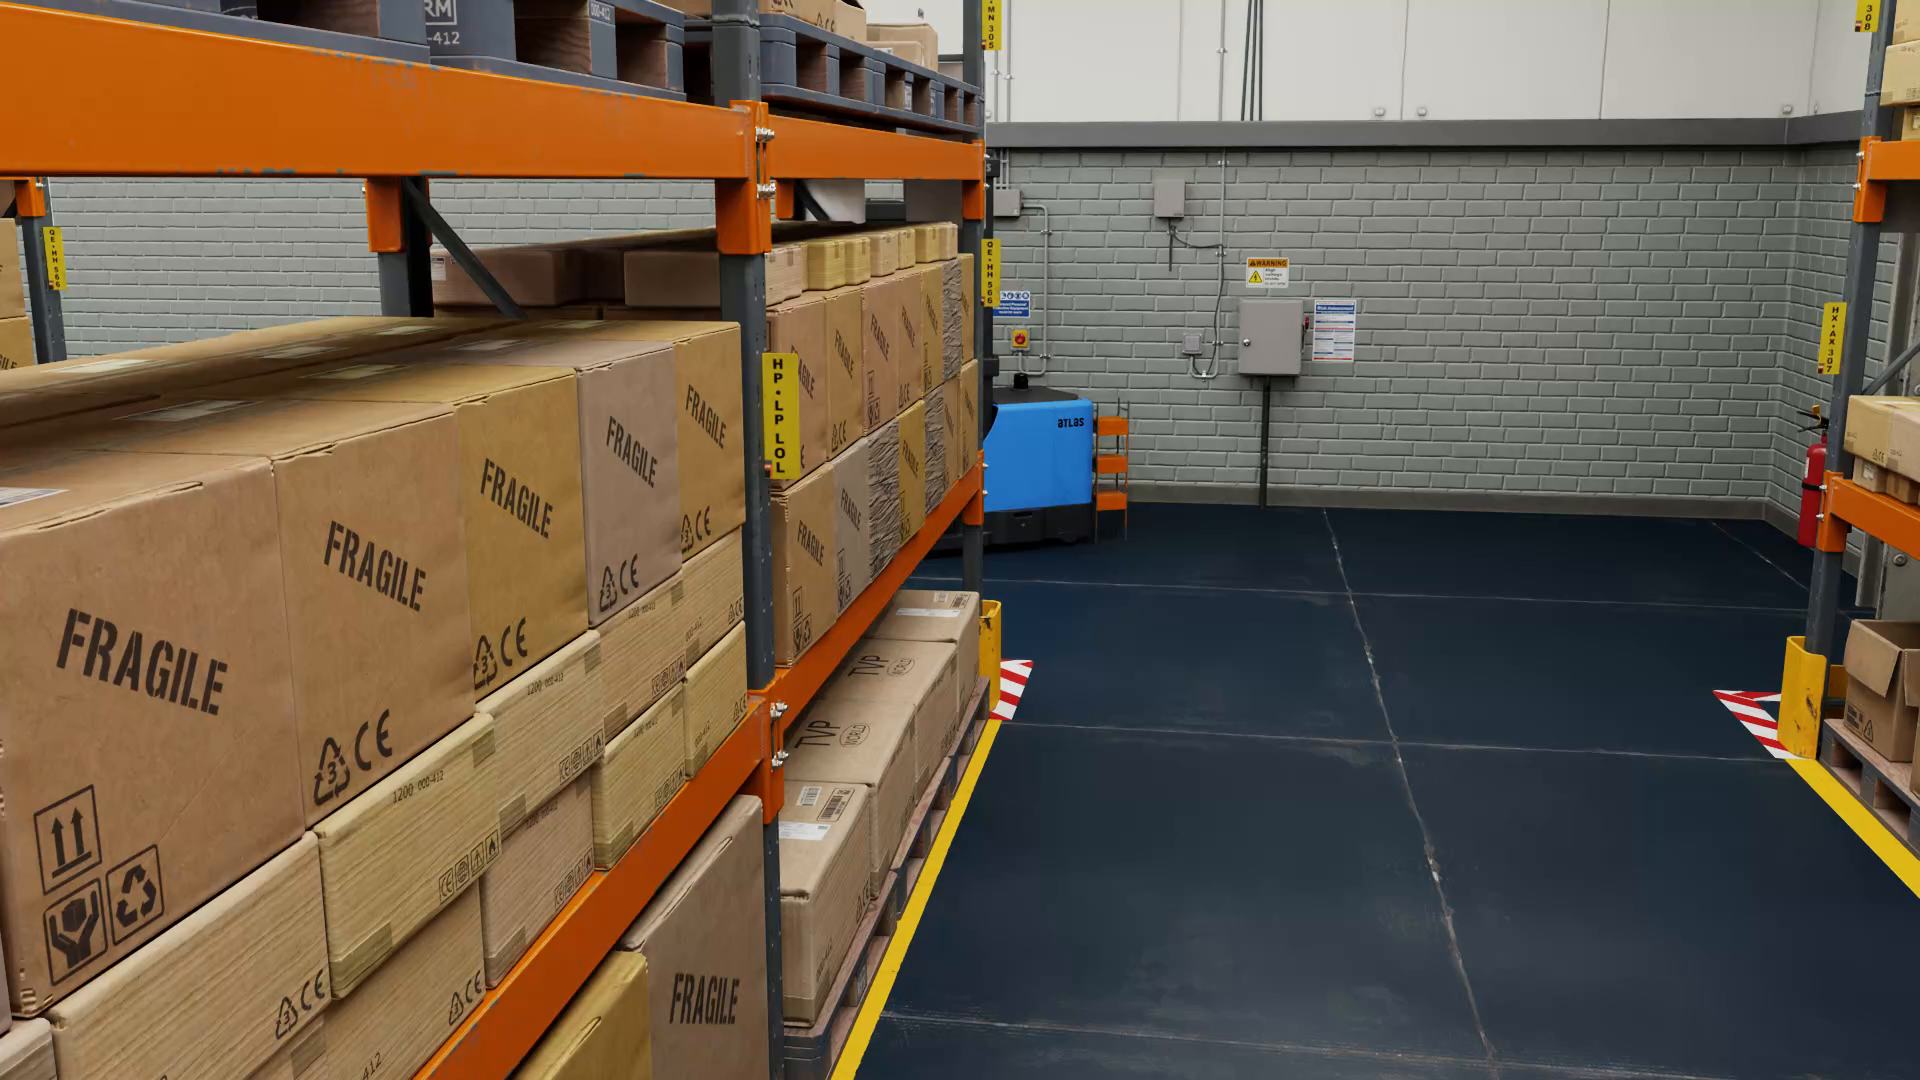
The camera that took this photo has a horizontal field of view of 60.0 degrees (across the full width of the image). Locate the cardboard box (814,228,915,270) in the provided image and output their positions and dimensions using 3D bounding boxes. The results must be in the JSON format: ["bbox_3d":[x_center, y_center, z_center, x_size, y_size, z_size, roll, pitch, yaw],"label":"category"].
[{"bbox_3d":[-0.386,-1.145,6.538,0.380,0.149,0.250,2,12,10],"label":"cardboard box"}]

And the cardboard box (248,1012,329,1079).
[{"bbox_3d":[-1.146,0.789,2.067,0.500,0.250,0.500,2,12,11],"label":"cardboard box"}]

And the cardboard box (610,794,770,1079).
[{"bbox_3d":[-1.018,1.158,4.044,0.875,0.875,0.875,2,12,10],"label":"cardboard box"}]

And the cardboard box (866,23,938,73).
[{"bbox_3d":[-0.367,-2.190,7.536,0.500,0.250,0.500,1,12,3],"label":"cardboard box"}]

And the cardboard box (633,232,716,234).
[{"bbox_3d":[-0.987,-1.051,6.102,0.380,0.149,0.250,2,12,9],"label":"cardboard box"}]

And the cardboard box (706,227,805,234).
[{"bbox_3d":[-0.849,-1.210,6.838,0.380,0.149,0.250,2,12,9],"label":"cardboard box"}]

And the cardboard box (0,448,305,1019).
[{"bbox_3d":[-1.138,0.183,1.914,0.500,0.500,0.500,2,12,10],"label":"cardboard box"}]

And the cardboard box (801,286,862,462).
[{"bbox_3d":[-0.606,-0.540,5.270,0.500,0.500,0.500,2,12,8],"label":"cardboard box"}]

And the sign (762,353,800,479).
[{"bbox_3d":[-0.464,-0.318,4.290,0.100,0.325,0.005,2,12,9],"label":"sign"}]

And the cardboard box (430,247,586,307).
[{"bbox_3d":[-1.269,-0.736,4.637,0.380,0.149,0.250,2,12,7],"label":"cardboard box"}]

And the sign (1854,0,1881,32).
[{"bbox_3d":[3.982,-2.390,7.270,0.100,0.325,0.005,2,12,9],"label":"sign"}]

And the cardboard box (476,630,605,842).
[{"bbox_3d":[-0.973,0.334,2.991,0.500,0.250,0.500,2,12,10],"label":"cardboard box"}]

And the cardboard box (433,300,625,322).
[{"bbox_3d":[-1.202,-0.451,4.857,0.500,0.500,0.500,2,12,8],"label":"cardboard box"}]

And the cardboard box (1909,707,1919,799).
[{"bbox_3d":[4.161,0.838,6.420,0.700,0.500,0.500,2,12,11],"label":"cardboard box"}]

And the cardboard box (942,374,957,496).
[{"bbox_3d":[-0.292,-0.475,7.341,0.500,0.500,0.500,2,12,7],"label":"cardboard box"}]

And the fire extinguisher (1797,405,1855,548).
[{"bbox_3d":[4.084,-0.305,7.856,0.296,0.674,0.183,2,12,9],"label":"fire extinguisher"}]

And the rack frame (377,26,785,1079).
[{"bbox_3d":[-1.002,0.193,4.476,1.000,3.000,0.127,2,12,9],"label":"rack frame"}]

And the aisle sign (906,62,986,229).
[{"bbox_3d":[-0.070,-1.915,8.089,0.394,0.787,0.004,2,12,9],"label":"aisle sign"}]

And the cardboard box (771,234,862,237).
[{"bbox_3d":[-0.550,-0.986,5.799,0.380,0.149,0.250,2,12,8],"label":"cardboard box"}]

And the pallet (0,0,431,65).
[{"bbox_3d":[-1.402,-0.717,2.026,1.003,0.211,1.213,2,12,11],"label":"pallet"}]

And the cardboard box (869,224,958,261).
[{"bbox_3d":[-0.216,-1.303,7.268,0.380,0.149,0.250,2,12,8],"label":"cardboard box"}]

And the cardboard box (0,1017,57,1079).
[{"bbox_3d":[-1.215,0.650,1.527,0.500,0.250,0.500,2,12,10],"label":"cardboard box"}]

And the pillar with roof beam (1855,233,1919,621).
[{"bbox_3d":[1.570,-4.083,10.081,9.100,9.000,0.400,2,12,9],"label":"pillar with roof beam"}]

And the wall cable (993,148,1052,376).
[{"bbox_3d":[0.457,-2.326,13.679,0.585,1.953,0.123,2,12,9],"label":"wall cable"}]

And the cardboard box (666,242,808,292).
[{"bbox_3d":[-0.676,-0.827,5.061,0.380,0.149,0.250,2,12,8],"label":"cardboard box"}]

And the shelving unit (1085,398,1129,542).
[{"bbox_3d":[1.101,-0.527,12.445,0.252,1.050,0.215,-4,13,-17],"label":"shelving unit"}]

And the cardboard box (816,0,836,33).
[{"bbox_3d":[-0.827,-1.859,5.402,0.797,0.503,0.637,3,12,13],"label":"cardboard box"}]

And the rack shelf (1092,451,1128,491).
[{"bbox_3d":[1.101,-0.516,12.447,0.240,0.259,0.215,-4,13,-17],"label":"rack shelf"}]

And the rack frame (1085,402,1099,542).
[{"bbox_3d":[0.984,-0.519,12.409,0.008,1.050,0.200,-4,13,-17],"label":"rack frame"}]

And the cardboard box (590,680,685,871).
[{"bbox_3d":[-0.902,0.474,3.529,0.500,0.250,0.500,2,12,8],"label":"cardboard box"}]

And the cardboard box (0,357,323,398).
[{"bbox_3d":[-1.484,-0.051,2.998,0.500,0.500,0.500,2,12,7],"label":"cardboard box"}]

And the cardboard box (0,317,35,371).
[{"bbox_3d":[-5.108,-0.871,8.471,0.500,0.500,0.500,2,12,10],"label":"cardboard box"}]

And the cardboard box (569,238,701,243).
[{"bbox_3d":[-1.052,-0.892,5.362,0.380,0.149,0.250,2,12,8],"label":"cardboard box"}]

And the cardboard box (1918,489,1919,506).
[{"bbox_3d":[4.197,-0.187,6.835,0.380,0.149,0.250,2,12,8],"label":"cardboard box"}]

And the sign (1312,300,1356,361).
[{"bbox_3d":[3.030,-1.696,13.469,0.329,0.494,0.001,2,12,9],"label":"sign"}]

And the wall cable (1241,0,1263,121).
[{"bbox_3d":[3.699,-4.660,12.669,2.988,3.039,0.133,2,12,9],"label":"wall cable"}]

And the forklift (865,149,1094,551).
[{"bbox_3d":[-0.573,-1.382,11.948,3.031,2.935,1.130,-5,13,-22],"label":"forklift"}]

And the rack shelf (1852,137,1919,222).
[{"bbox_3d":[4.211,-1.178,5.425,1.077,0.370,4.000,2,12,9],"label":"rack shelf"}]

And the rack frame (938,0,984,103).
[{"bbox_3d":[-0.387,-3.572,7.707,1.000,3.000,0.127,2,12,9],"label":"rack frame"}]

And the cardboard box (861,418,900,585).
[{"bbox_3d":[-0.507,-0.153,5.844,0.500,0.500,0.500,2,12,9],"label":"cardboard box"}]

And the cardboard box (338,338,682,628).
[{"bbox_3d":[-0.895,-0.135,3.390,0.500,0.500,0.500,2,12,10],"label":"cardboard box"}]

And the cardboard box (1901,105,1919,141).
[{"bbox_3d":[4.239,-1.764,7.034,0.380,0.149,0.250,2,12,10],"label":"cardboard box"}]

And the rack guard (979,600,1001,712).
[{"bbox_3d":[-0.383,0.578,8.626,1.175,0.500,0.348,2,12,9],"label":"rack guard"}]

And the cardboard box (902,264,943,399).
[{"bbox_3d":[-0.356,-0.856,6.736,0.500,0.500,0.500,2,12,8],"label":"cardboard box"}]

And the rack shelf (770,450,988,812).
[{"bbox_3d":[-0.695,0.129,6.483,1.077,0.370,4.000,2,12,9],"label":"rack shelf"}]

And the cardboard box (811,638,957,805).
[{"bbox_3d":[-0.522,0.739,7.027,0.875,0.438,0.875,2,12,10],"label":"cardboard box"}]

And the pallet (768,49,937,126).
[{"bbox_3d":[-0.676,-1.653,6.133,1.003,0.211,1.213,2,12,9],"label":"pallet"}]

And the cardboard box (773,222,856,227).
[{"bbox_3d":[-0.685,-1.372,7.590,0.380,0.149,0.250,2,12,10],"label":"cardboard box"}]

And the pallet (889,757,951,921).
[{"bbox_3d":[-0.623,1.146,6.674,1.003,0.211,1.213,2,12,9],"label":"pallet"}]
